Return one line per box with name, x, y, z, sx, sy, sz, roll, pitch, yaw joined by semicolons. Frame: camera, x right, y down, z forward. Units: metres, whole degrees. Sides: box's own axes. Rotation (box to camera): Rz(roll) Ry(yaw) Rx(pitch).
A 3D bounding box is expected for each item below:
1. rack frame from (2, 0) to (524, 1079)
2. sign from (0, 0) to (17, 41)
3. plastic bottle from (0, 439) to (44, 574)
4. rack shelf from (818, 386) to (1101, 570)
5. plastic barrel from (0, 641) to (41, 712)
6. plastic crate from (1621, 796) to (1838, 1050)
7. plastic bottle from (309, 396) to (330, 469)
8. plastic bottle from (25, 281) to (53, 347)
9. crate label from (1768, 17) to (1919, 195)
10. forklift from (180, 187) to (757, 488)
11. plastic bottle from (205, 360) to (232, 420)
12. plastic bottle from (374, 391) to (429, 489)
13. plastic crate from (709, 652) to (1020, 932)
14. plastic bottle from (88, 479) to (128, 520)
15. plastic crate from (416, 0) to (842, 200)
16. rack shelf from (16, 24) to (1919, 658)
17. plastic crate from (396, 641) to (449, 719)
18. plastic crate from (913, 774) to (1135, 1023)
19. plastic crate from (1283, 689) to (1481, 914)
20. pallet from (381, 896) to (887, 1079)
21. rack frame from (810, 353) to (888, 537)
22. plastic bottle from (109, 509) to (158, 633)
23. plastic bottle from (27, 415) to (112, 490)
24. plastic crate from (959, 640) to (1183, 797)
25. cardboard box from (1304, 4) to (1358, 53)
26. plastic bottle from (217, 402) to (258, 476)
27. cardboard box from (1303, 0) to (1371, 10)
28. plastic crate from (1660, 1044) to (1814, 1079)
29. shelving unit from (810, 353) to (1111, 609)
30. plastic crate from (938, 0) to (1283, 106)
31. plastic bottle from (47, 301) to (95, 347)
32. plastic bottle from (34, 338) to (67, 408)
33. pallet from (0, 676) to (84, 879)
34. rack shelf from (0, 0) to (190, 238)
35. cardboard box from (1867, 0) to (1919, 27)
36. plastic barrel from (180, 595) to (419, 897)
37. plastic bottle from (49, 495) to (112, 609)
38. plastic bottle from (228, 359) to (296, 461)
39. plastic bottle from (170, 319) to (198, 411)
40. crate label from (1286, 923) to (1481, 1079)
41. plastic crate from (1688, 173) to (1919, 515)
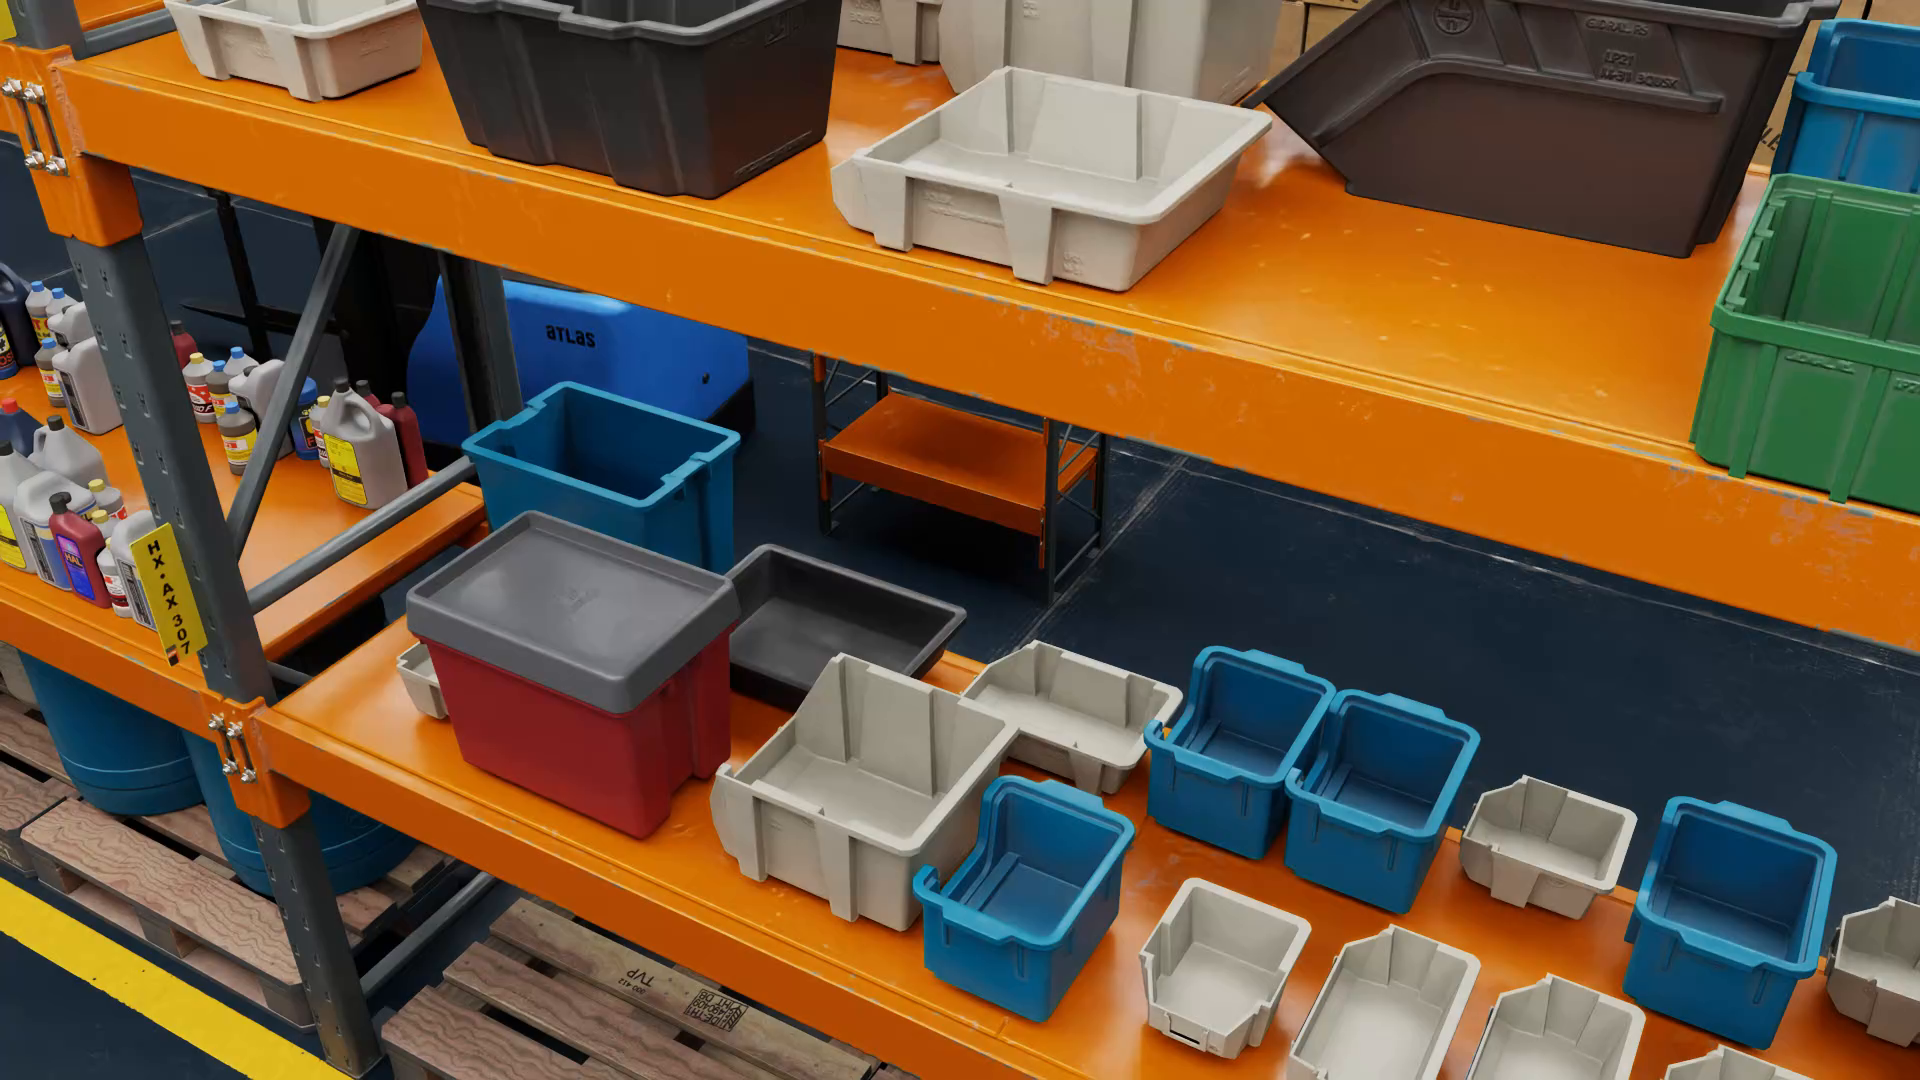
rack frame;-1.441;-0.027;4.085;0.127;3.000;1.000;18;37;24
sign;-1.716;-1.015;2.854;0.005;0.325;0.100;18;37;24
plastic bottle;-2.402;-0.102;4.242;0.185;0.351;0.144;18;37;24
rack shelf;0.006;-0.263;6.571;1.000;0.278;0.538;18;37;24
plastic barrel;-2.966;0.283;5.485;0.421;0.512;0.421;0;34;0
plastic crate;1.409;0.710;3.074;0.300;0.233;0.416;18;37;24
plastic bottle;-1.773;-0.310;4.689;0.097;0.201;0.097;0;34;0
plastic bottle;-2.831;-0.675;5.173;0.097;0.271;0.097;0;34;0
crate label;1.391;-0.523;2.257;0.502;0.251;0.408;18;37;24
forklift;-2.475;-1.740;6.719;3.031;2.935;1.130;12;36;17
plastic bottle;-2.144;-0.428;4.865;0.097;0.201;0.097;0;34;0
plastic bottle;-1.548;-0.285;4.577;0.133;0.283;0.061;18;37;24
plastic crate;-0.207;0.506;3.337;0.530;0.282;0.437;18;37;24
plastic bottle;-2.215;-0.063;4.318;0.097;0.201;0.097;0;34;0
plastic crate;-0.499;-0.748;2.578;0.590;0.269;0.497;18;37;24
rack shelf;0.295;-0.426;2.627;4.000;0.370;1.077;18;37;24
plastic crate;-1.108;0.254;3.846;0.243;0.136;0.396;18;37;24
plastic crate;0.121;0.676;3.125;0.300;0.233;0.416;18;37;24
plastic crate;0.837;0.529;3.346;0.300;0.233;0.416;18;37;24
pallet;-0.784;1.317;4.582;1.213;0.211;1.003;18;37;24
rack frame;-0.435;-0.606;6.645;0.032;1.125;0.500;18;37;24
plastic bottle;-1.944;0.071;4.048;0.135;0.276;0.152;18;37;24
plastic bottle;-2.330;-0.172;4.346;0.185;0.351;0.144;18;37;24
plastic crate;0.220;0.392;3.639;0.466;0.136;0.293;18;37;24
cardboard box;1.773;-2.041;7.019;0.500;0.500;0.500;18;38;25
plastic bottle;-2.018;-0.291;4.660;0.097;0.201;0.097;0;34;0
cardboard box;1.737;-2.461;6.747;0.500;0.500;0.500;16;37;23
plastic crate;1.234;1.020;2.695;0.243;0.136;0.396;18;37;24
shelving unit;0.006;-0.466;6.435;1.048;1.125;0.538;18;37;24
plastic crate;0.260;-0.885;2.773;0.530;0.282;0.437;18;37;24
plastic bottle;-2.660;-0.605;5.064;0.135;0.276;0.152;18;37;24
plastic bottle;-2.705;-0.509;4.987;0.097;0.201;0.097;0;34;0
pallet;-3.154;0.566;5.710;1.213;0.211;1.003;18;37;24
rack shelf;-3.178;-1.526;4.279;4.000;0.370;1.077;18;37;24
cardboard box;3.531;-1.896;5.899;0.500;0.500;0.500;19;38;26
plastic barrel;-1.905;0.513;4.787;0.708;0.901;0.600;18;37;24
plastic bottle;-2.167;0.027;4.109;0.133;0.283;0.061;18;37;24
plastic bottle;-1.972;-0.387;4.737;0.135;0.276;0.152;18;37;24
plastic bottle;-2.319;-0.529;4.944;0.133;0.283;0.061;18;37;24
crate label;0.735;0.869;2.923;0.243;0.136;0.396;18;37;24
plastic crate;1.033;-0.221;1.861;0.336;0.188;0.450;18;37;24
